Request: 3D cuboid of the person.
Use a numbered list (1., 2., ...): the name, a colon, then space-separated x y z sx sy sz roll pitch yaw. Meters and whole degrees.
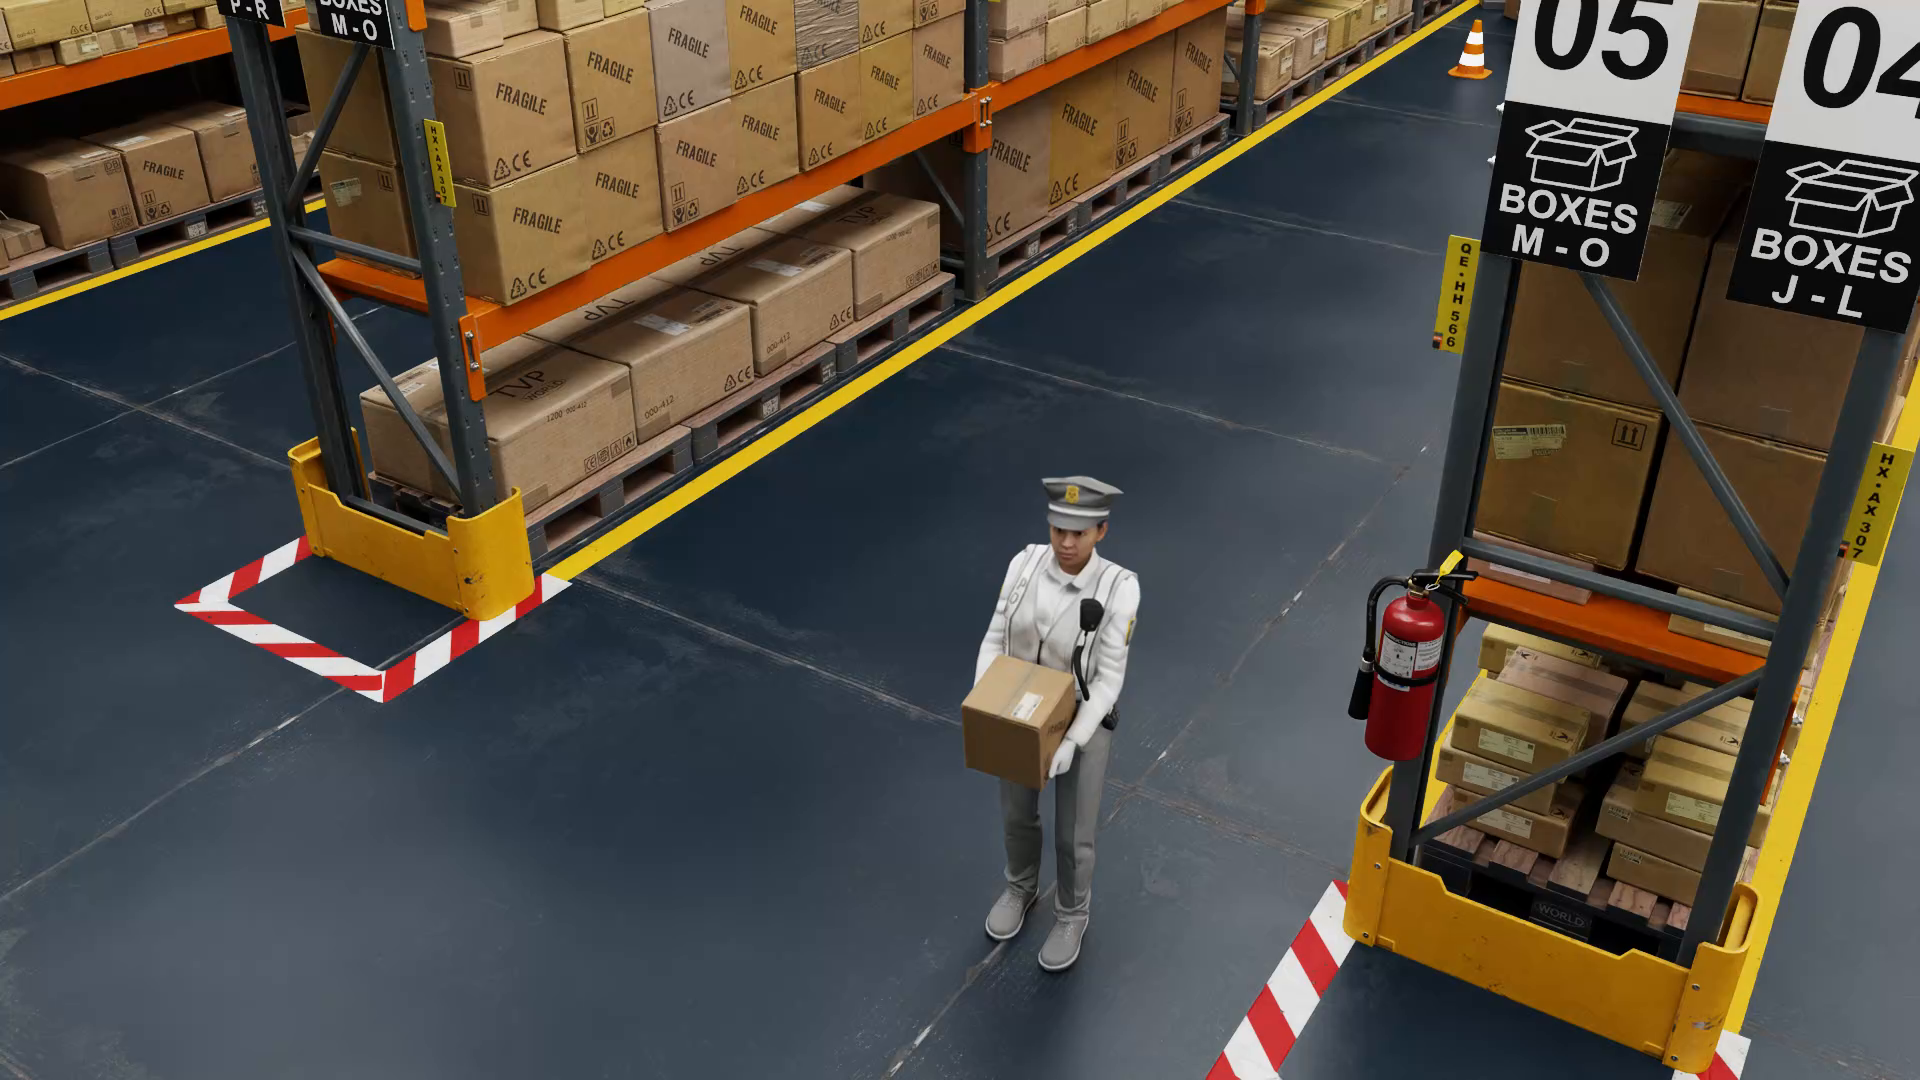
1. person: 0.270 0.586 5.125 0.459 1.681 0.555 15 34 23
